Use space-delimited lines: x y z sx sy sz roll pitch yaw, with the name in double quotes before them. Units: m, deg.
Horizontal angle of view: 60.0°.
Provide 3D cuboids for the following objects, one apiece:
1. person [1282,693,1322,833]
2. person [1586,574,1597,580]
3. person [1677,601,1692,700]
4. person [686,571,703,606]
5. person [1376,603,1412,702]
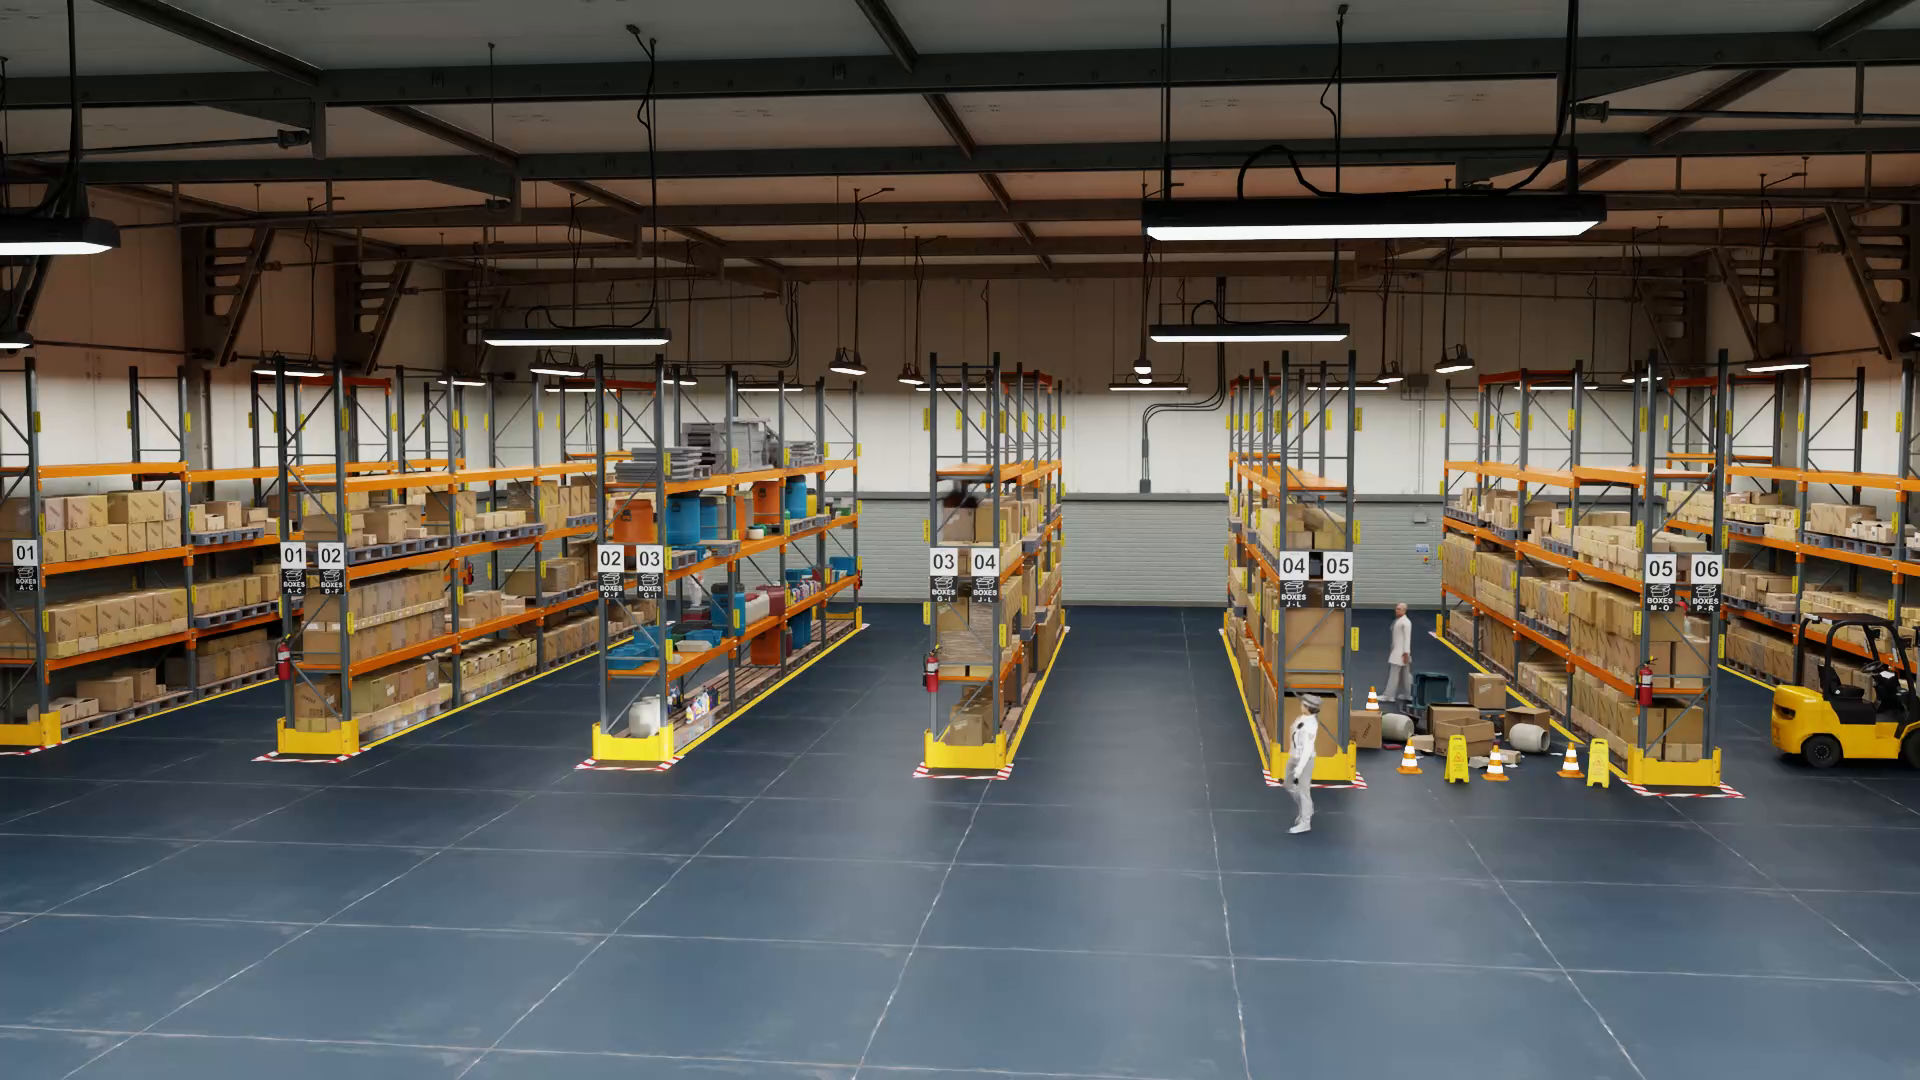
"person" 4.195 2.711 20.434 0.448 1.689 0.577 -1 4 -13
"person" 15.104 1.396 39.709 0.530 1.582 0.402 1 4 8
"person" 12.891 1.999 29.904 0.483 1.792 0.604 2 4 24
"person" -6.692 1.146 41.769 0.566 1.802 0.408 4 5 42
"person" 7.835 2.015 29.903 0.690 1.750 0.609 1 4 18
